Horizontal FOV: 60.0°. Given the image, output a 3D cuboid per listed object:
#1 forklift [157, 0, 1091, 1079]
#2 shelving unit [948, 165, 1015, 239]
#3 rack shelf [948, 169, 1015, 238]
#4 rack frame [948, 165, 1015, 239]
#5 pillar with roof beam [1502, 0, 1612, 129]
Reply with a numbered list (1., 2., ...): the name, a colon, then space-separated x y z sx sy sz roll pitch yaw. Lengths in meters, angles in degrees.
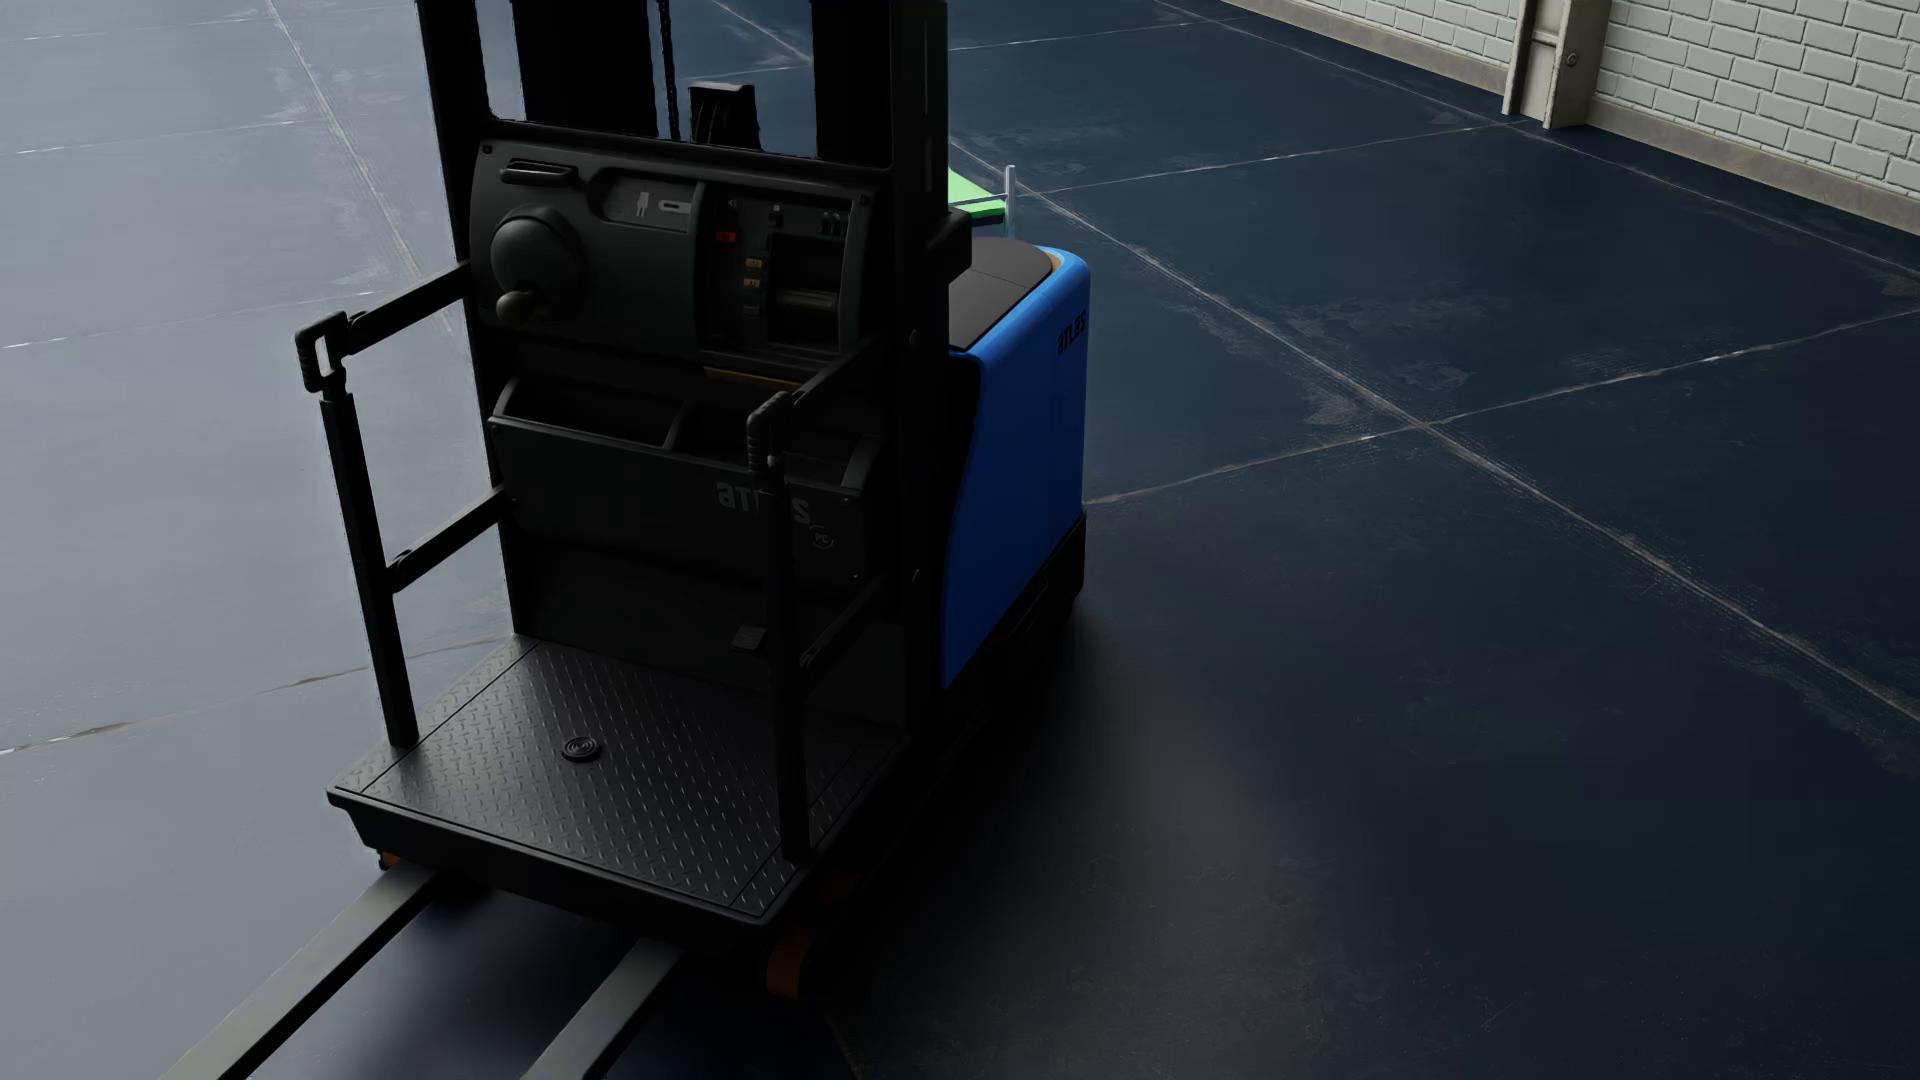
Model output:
1. forklift: -0.684 -0.541 3.218 1.130 2.935 3.031 12 31 20
2. shelving unit: -0.065 -0.608 5.108 0.258 1.200 0.503 -14 32 -23
3. rack shelf: -0.065 -0.971 4.904 0.258 0.148 0.480 -14 32 -23
4. rack frame: 0.044 -0.501 4.917 0.240 1.200 0.015 -14 32 -23
5. pillar with roof beam: -0.511 -5.458 5.784 9.100 9.000 0.400 -13 32 -22
